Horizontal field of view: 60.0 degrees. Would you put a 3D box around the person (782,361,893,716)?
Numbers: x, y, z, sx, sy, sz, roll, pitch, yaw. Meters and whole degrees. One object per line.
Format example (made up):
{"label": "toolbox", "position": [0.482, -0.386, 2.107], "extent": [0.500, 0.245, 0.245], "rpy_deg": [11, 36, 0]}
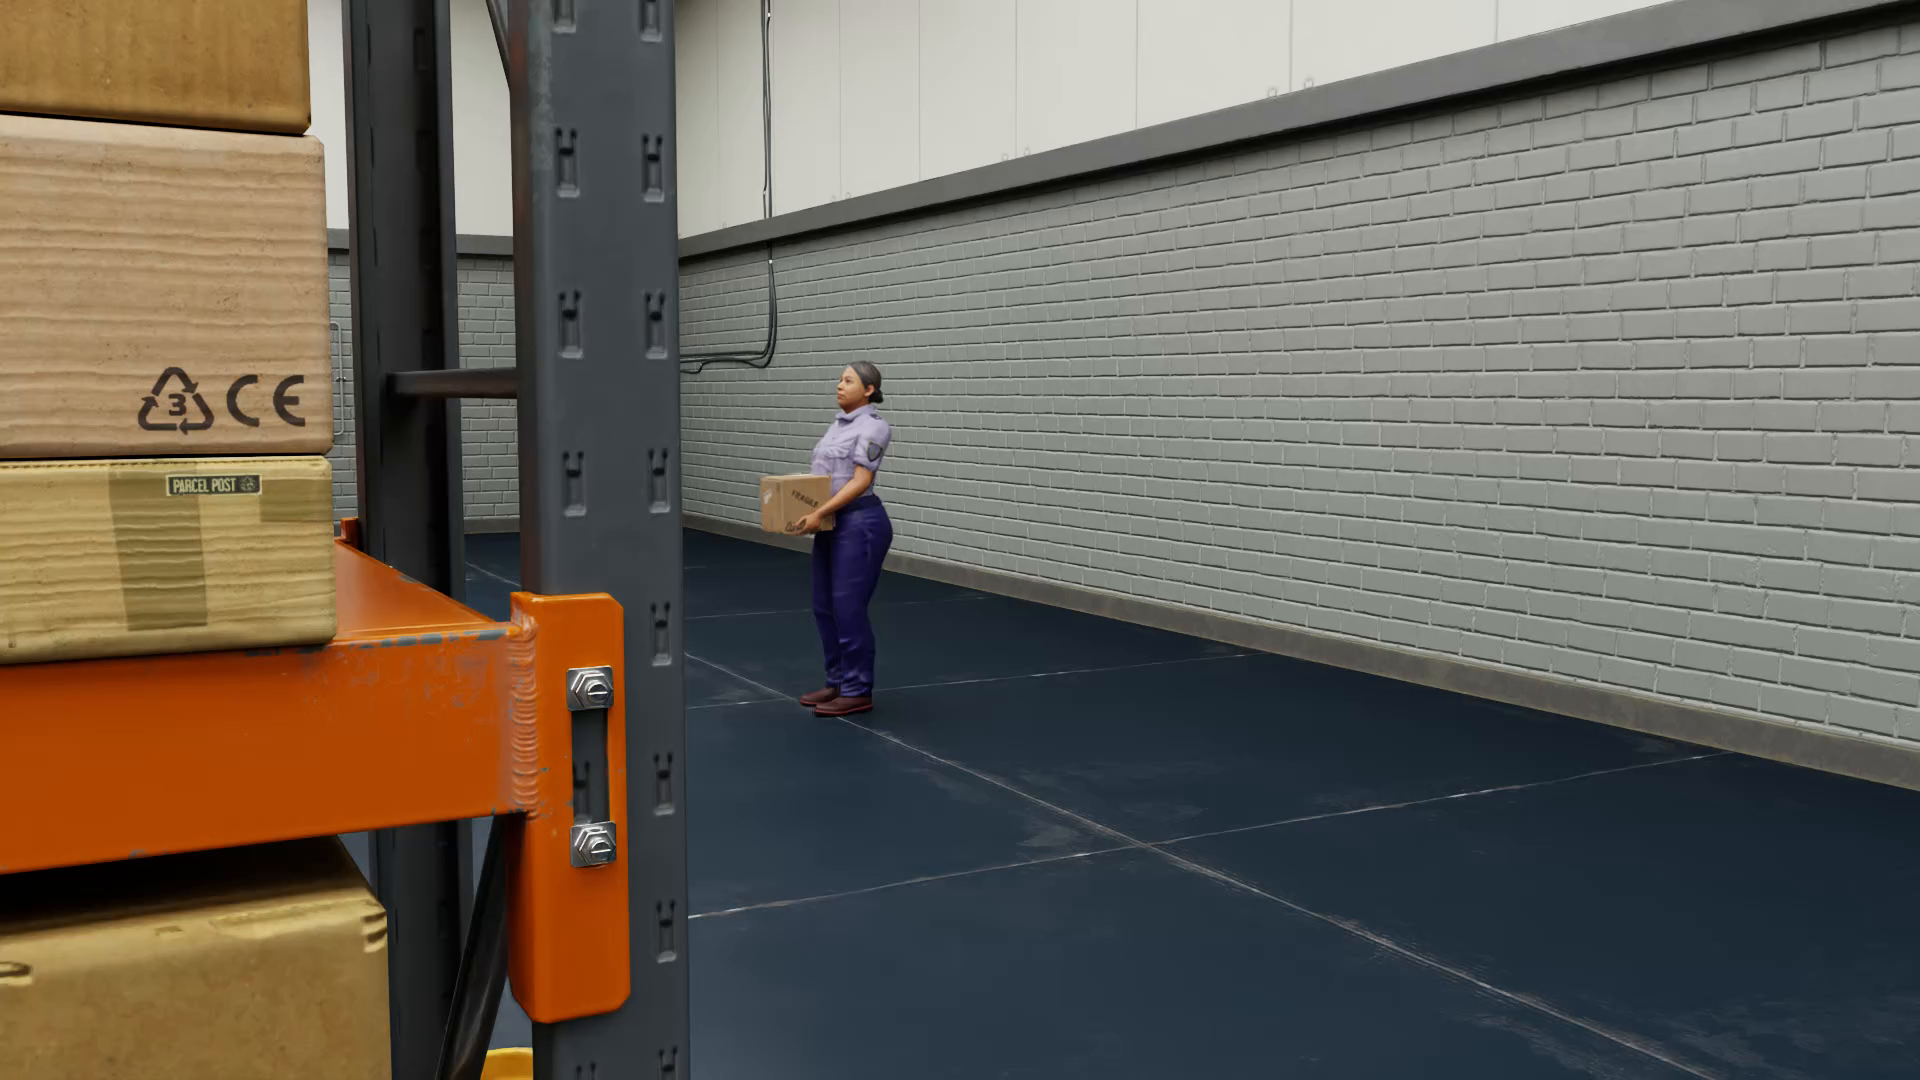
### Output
{"label": "person", "position": [-0.591, -0.013, 7.760], "extent": [0.512, 1.641, 0.475], "rpy_deg": [-3, 6, -30]}
